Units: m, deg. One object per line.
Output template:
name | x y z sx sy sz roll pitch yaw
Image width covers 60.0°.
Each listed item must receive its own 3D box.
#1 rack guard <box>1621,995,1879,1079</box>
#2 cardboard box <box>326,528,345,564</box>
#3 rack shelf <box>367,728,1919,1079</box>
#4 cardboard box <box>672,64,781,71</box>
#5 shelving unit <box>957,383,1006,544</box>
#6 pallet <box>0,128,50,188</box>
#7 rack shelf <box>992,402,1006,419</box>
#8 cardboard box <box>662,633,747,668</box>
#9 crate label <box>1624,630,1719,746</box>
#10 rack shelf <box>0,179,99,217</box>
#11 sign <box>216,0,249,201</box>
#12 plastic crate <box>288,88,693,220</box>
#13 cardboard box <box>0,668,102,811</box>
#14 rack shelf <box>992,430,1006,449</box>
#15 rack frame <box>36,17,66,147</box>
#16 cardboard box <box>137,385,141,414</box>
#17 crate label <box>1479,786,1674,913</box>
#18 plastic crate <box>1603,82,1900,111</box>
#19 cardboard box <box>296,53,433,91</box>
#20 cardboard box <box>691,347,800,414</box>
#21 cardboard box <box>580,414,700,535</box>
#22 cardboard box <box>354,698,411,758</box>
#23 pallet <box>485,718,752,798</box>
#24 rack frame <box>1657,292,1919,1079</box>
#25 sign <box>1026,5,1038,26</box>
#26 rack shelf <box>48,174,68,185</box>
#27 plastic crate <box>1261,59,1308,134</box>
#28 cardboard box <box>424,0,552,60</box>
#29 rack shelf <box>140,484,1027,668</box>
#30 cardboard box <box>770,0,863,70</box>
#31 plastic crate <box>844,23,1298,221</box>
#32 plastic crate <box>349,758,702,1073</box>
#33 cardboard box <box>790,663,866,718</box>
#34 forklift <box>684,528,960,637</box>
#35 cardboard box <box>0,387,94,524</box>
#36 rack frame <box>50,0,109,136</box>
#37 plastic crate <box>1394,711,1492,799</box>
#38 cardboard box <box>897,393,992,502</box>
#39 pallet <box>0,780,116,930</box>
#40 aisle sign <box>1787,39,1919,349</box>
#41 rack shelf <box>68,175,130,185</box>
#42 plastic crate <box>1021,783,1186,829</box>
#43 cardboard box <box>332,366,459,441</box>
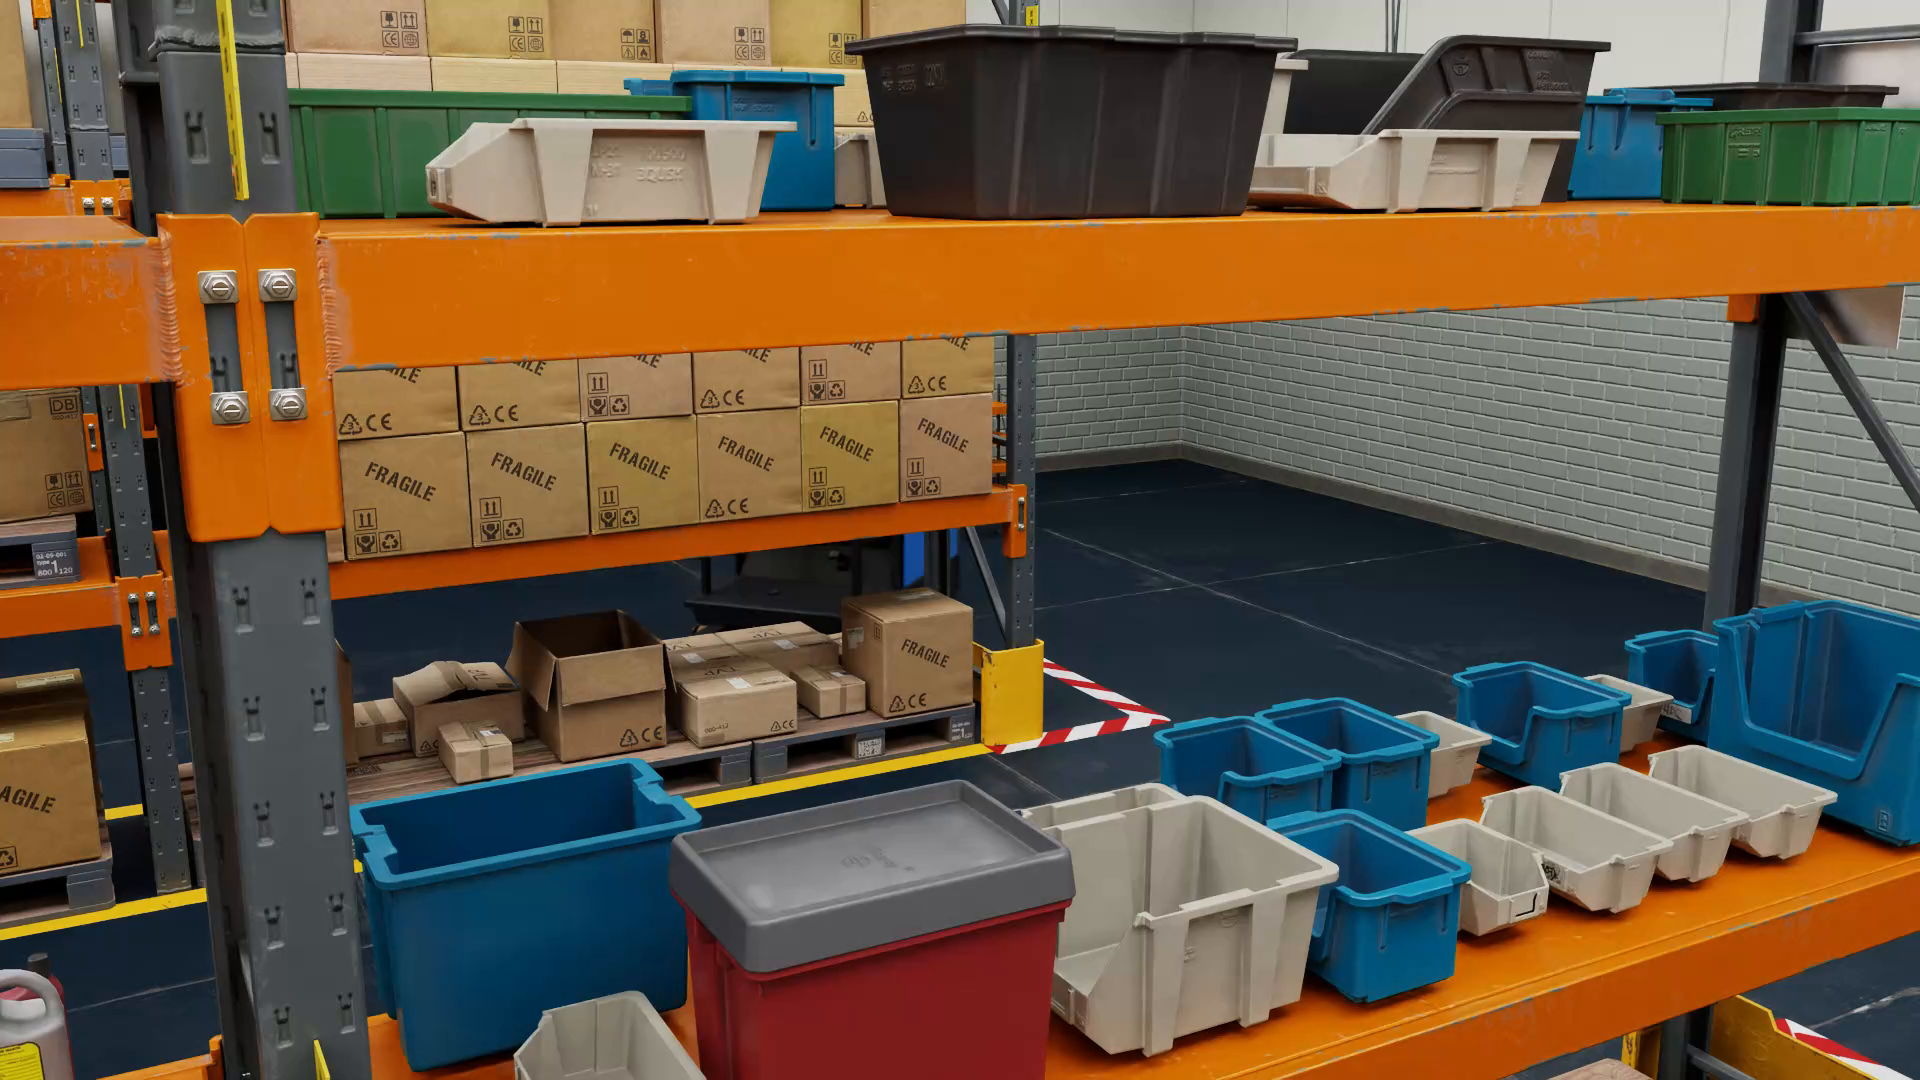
rack guard | 2.473 1.622 4.764 0.348 0.500 1.175 -7 14 -28
cardboard box | -2.845 -0.177 6.835 0.500 0.500 0.500 -6 14 -26
rack shelf | 0.703 0.969 3.611 4.000 0.370 1.077 -7 14 -28
cardboard box | -1.120 -1.974 7.420 0.500 0.250 0.500 -7 14 -28
shelving unit | 0.145 -0.603 13.055 0.503 1.200 0.258 -7 14 -28
pallet | -4.029 -1.443 6.288 1.003 0.211 1.213 -7 14 -28
rack shelf | 0.145 -0.986 12.969 0.480 0.148 0.258 -7 14 -28
cardboard box | -1.403 0.687 8.486 0.500 0.250 0.500 -7 14 -28
crate label | 2.084 0.422 4.646 0.303 0.233 0.416 -7 14 -28
rack shelf | -5.178 -1.029 5.656 4.000 0.370 1.077 -7 14 -28
sign | -0.791 -0.533 1.795 0.005 0.325 0.100 -7 14 -28
plastic crate | -0.826 -0.635 2.748 0.662 0.188 0.450 -7 14 -28
cardboard box | -3.964 0.882 7.050 0.500 0.500 0.500 -8 15 -30
rack shelf | 0.145 -0.755 13.020 0.480 0.148 0.258 -7 14 -28
rack frame | -5.800 -4.008 10.422 0.127 3.000 1.000 -7 14 -28
cardboard box | -5.316 -1.281 11.288 0.700 0.700 0.980 -7 14 -27
crate label | 1.335 0.689 3.679 0.243 0.136 0.396 -7 14 -28
plastic crate | 1.987 -1.006 4.211 0.590 0.269 0.497 -7 14 -28
cardboard box | -2.439 -1.817 6.723 0.500 0.250 0.500 -7 14 -28
cardboard box | -1.067 -0.876 7.663 0.500 0.500 0.500 -6 14 -26
cardboard box | -1.511 -0.337 7.548 0.500 0.500 0.500 -7 14 -29
cardboard box | -2.758 0.884 7.842 0.250 0.149 0.380 -7 14 -28
pallet | -1.748 1.032 8.042 1.213 0.211 1.003 -7 14 -28
rack frame | 2.458 0.407 4.467 0.127 3.000 1.000 -7 14 -28
sign | 0.336 -2.334 7.800 0.005 0.325 0.100 -7 14 -28
rack shelf | -7.555 -1.983 9.896 4.000 0.370 1.077 -7 14 -28
plastic crate | 0.365 -0.825 3.379 0.530 0.282 0.437 -7 14 -28
cardboard box | -2.072 -2.264 7.002 0.500 0.500 0.700 -7 14 -28
rack shelf | -1.668 0.014 7.855 4.000 0.370 1.077 -7 14 -28
cardboard box | -0.835 -2.454 7.845 0.500 0.500 0.700 -7 14 -28
plastic crate | 0.169 -0.649 2.628 0.590 0.269 0.497 -7 14 -28
plastic crate | -0.807 0.692 3.103 0.575 0.384 0.392 -7 14 -28
cardboard box | -0.670 0.750 8.396 0.250 0.166 0.380 -7 14 -28
forklift | -0.978 -0.777 9.885 1.130 2.935 3.031 4 13 19
cardboard box | -3.946 -0.374 6.754 0.700 0.500 0.500 11 17 41
rack frame | -3.423 -3.054 6.182 0.127 3.000 1.000 -7 14 -28
plastic crate | 1.167 0.558 4.260 0.298 0.136 0.250 -7 14 -28
cardboard box | -0.175 -0.497 8.257 0.500 0.500 0.500 -6 14 -26
pallet | -4.119 1.326 6.735 1.213 0.211 1.003 -7 14 -28
aisle sign | 2.379 -0.926 4.470 0.004 0.787 0.394 -7 14 -28
rack shelf | -4.044 -2.404 11.766 4.000 0.370 1.077 -7 14 -28
plastic crate | 0.332 0.686 3.691 0.466 0.136 0.293 -7 14 -28
cardboard box | -2.422 -0.713 6.941 0.500 0.500 0.500 -7 15 -30
